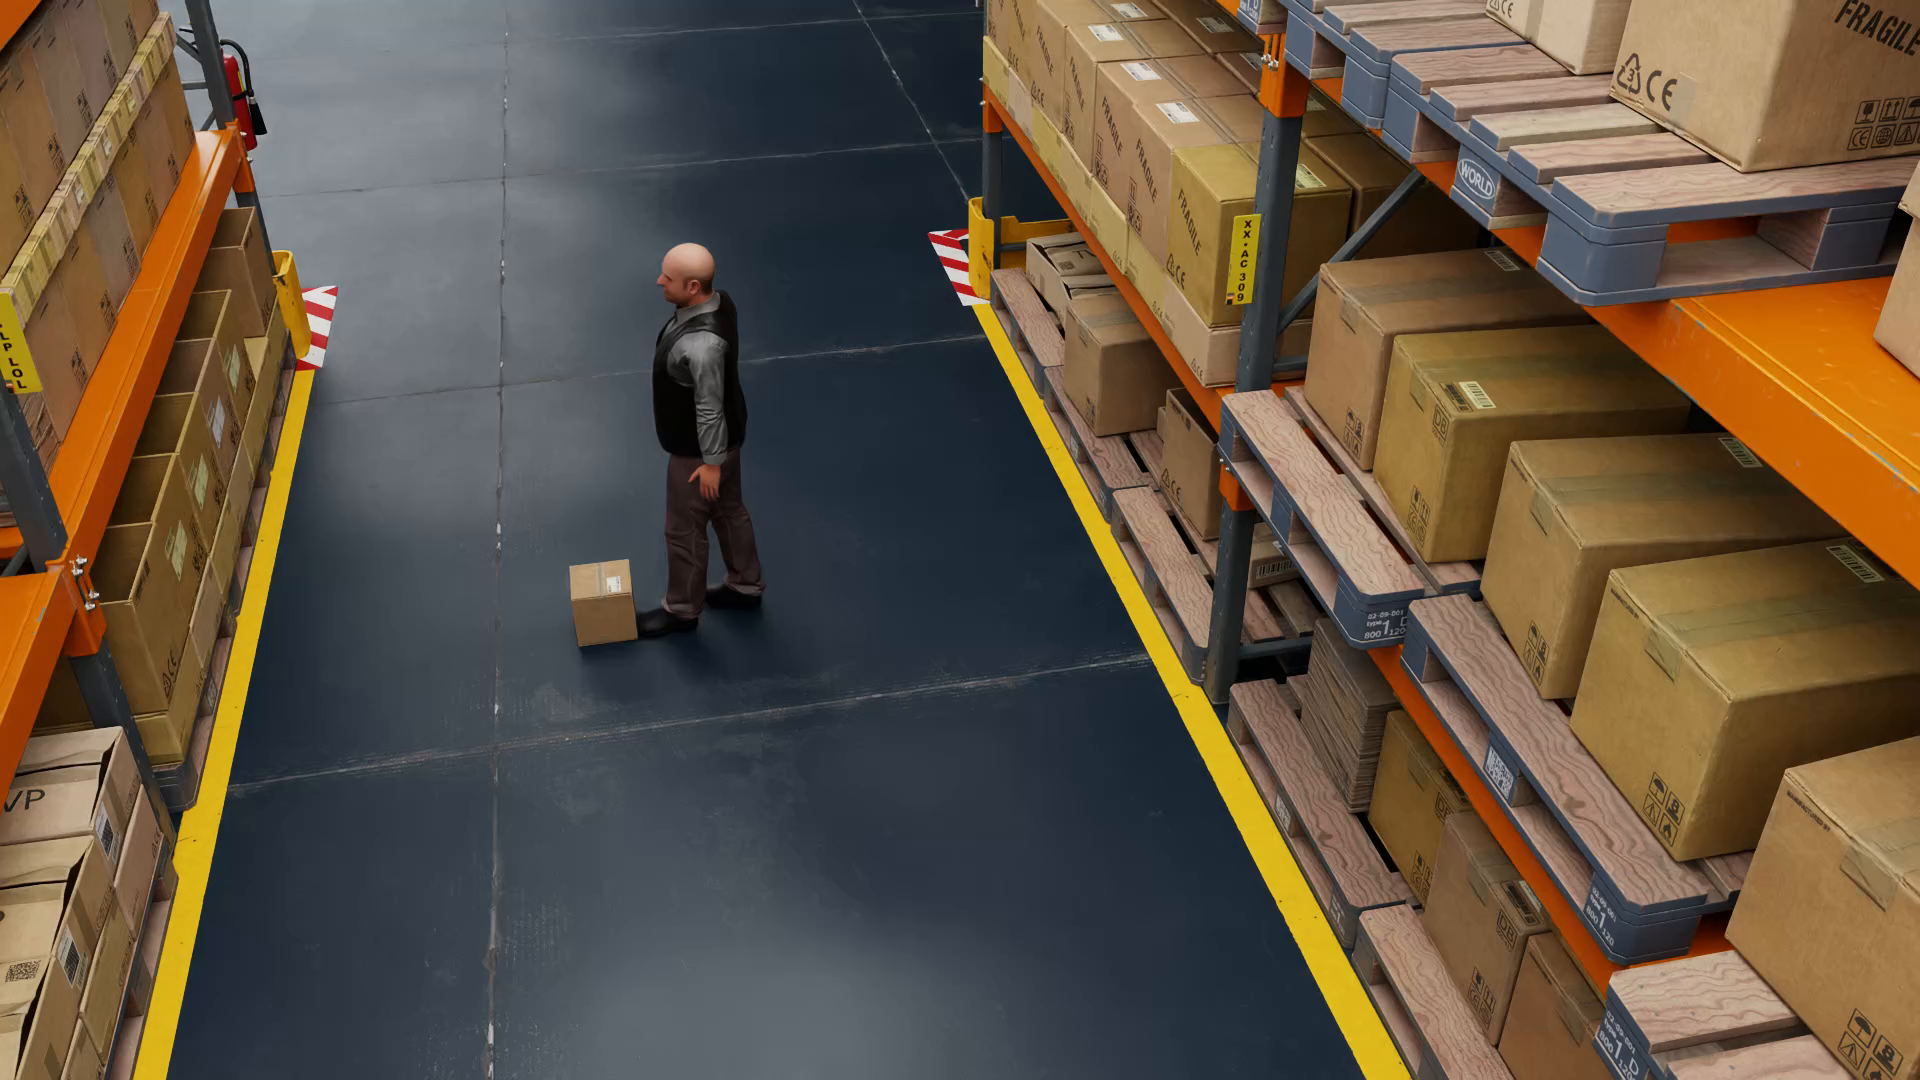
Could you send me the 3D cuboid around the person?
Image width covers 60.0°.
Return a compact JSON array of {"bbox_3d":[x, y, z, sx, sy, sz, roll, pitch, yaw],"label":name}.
[{"bbox_3d":[-1.114,-0.418,6.761,0.531,1.726,0.596,-1,34,-2],"label":"person"}]
